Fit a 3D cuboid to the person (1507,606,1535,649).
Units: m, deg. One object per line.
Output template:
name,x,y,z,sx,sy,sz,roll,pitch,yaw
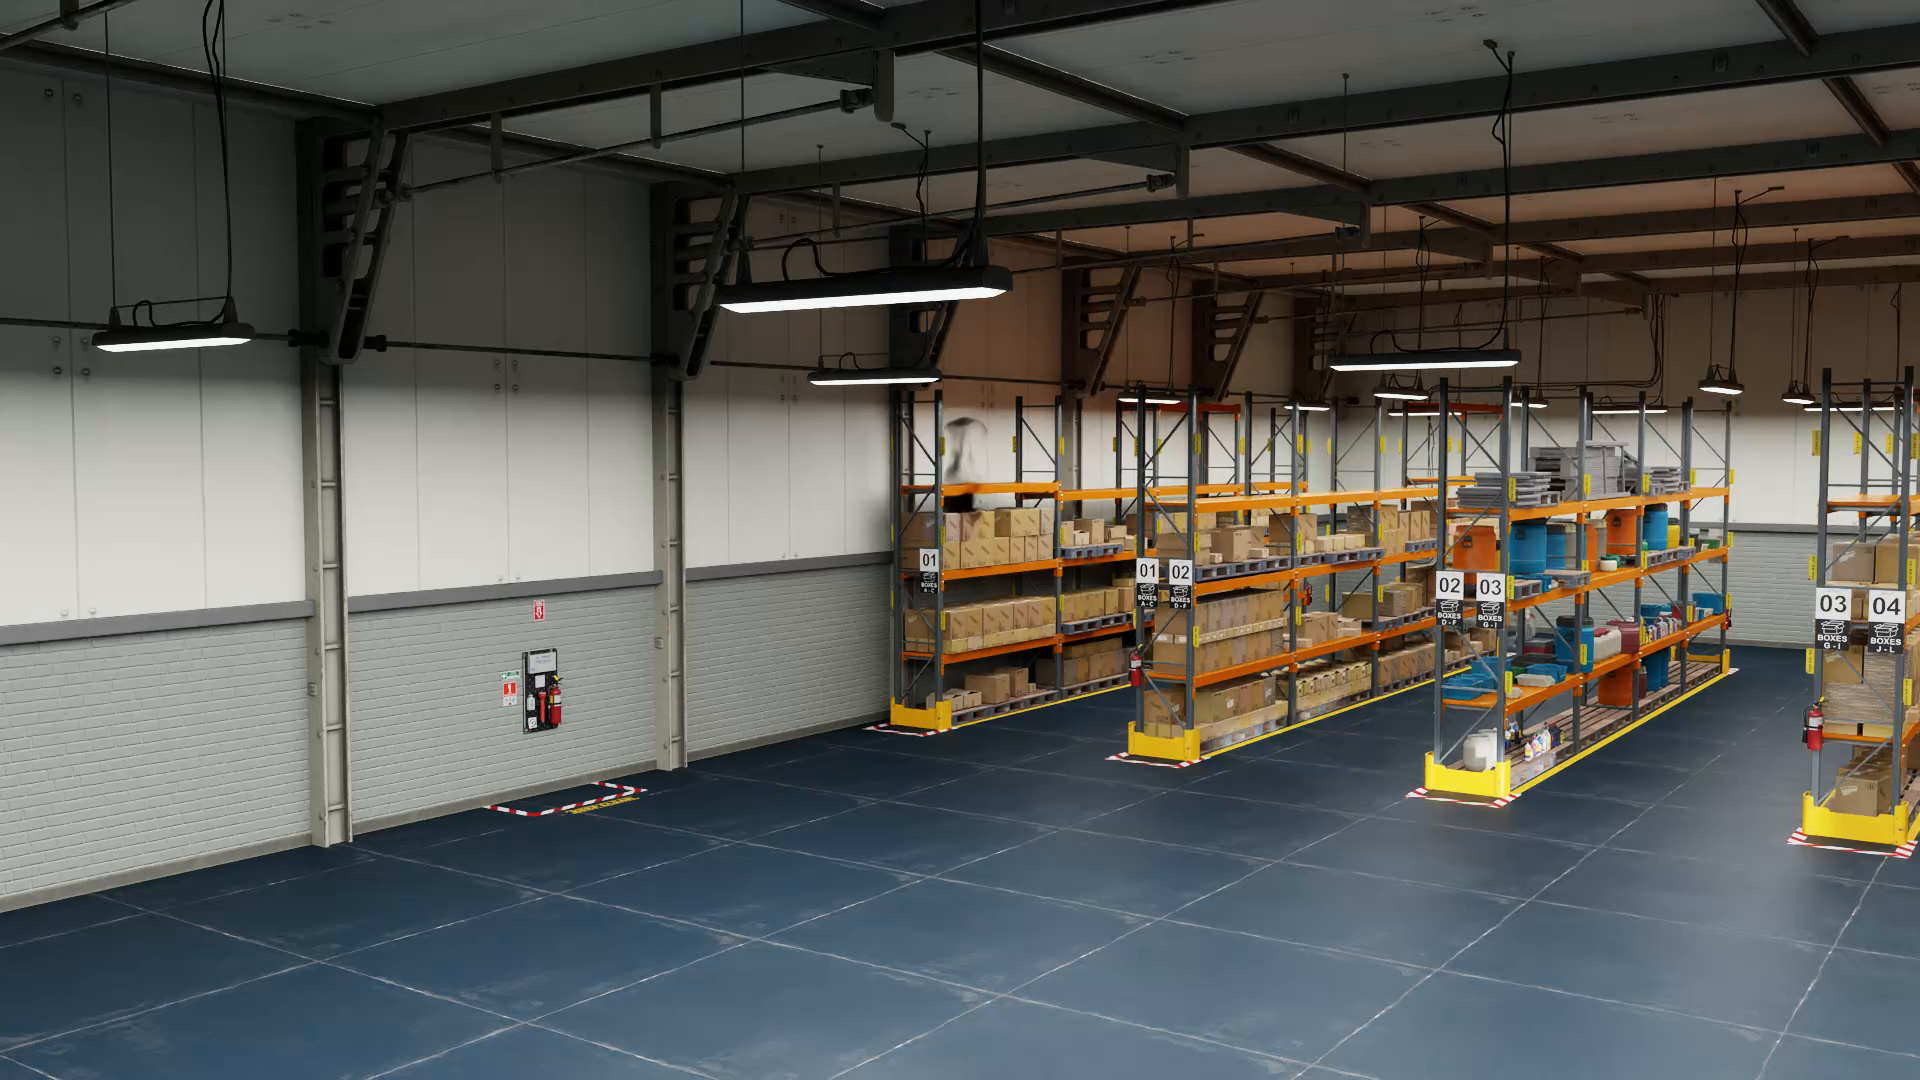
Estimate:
person,13.566,1.888,40.244,0.735,1.711,0.704,-3,4,-42
